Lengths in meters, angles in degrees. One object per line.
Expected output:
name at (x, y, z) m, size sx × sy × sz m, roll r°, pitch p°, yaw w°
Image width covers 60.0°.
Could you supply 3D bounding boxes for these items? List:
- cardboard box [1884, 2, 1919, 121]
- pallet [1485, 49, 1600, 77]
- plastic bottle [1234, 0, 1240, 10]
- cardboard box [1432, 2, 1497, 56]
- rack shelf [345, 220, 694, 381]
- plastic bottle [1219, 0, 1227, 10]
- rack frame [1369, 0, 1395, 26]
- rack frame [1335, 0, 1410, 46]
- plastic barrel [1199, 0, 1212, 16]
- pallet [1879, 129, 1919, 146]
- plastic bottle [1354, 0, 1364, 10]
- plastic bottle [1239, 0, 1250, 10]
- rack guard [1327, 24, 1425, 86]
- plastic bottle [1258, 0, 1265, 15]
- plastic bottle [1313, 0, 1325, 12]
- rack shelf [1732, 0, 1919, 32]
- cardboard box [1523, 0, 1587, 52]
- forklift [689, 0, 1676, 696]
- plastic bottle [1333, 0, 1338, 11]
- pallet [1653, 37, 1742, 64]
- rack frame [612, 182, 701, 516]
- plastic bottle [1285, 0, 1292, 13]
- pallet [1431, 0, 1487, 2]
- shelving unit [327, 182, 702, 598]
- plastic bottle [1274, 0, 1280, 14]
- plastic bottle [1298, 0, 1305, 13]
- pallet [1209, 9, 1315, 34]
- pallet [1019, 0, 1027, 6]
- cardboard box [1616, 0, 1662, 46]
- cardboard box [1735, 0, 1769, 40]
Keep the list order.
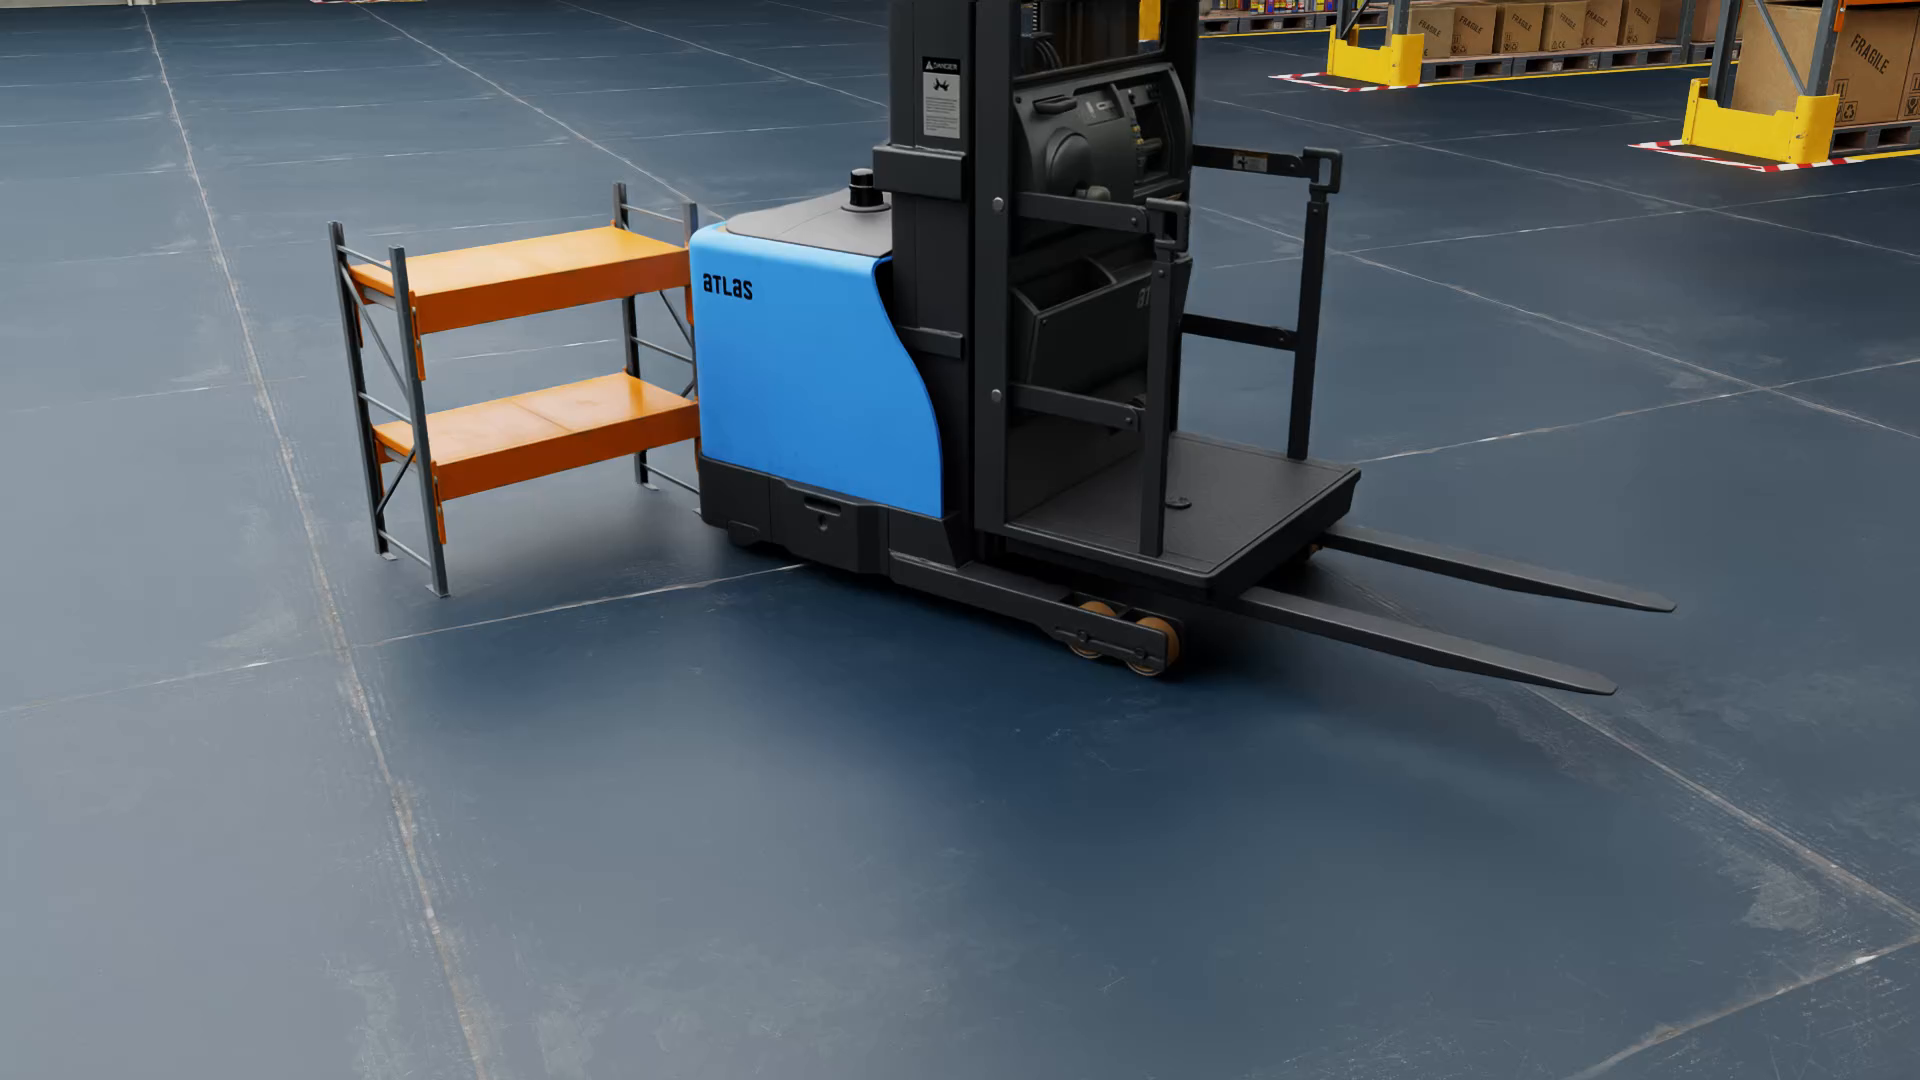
cardboard box at (7.679, -3.966, 13.637) m, size 0.875 × 0.875 × 0.875 m, roll -11°, pitch 25°, yaw -24°
pallet at (6.158, -5.245, 18.145) m, size 1.213 × 0.211 × 1.003 m, roll -10°, pitch 25°, yaw -24°
plastic bottle at (3.800, -7.337, 22.540) m, size 0.135 × 0.276 × 0.152 m, roll -10°, pitch 25°, yaw -23°
cardboard box at (5.338, -5.445, 17.702) m, size 0.500 × 0.500 × 0.500 m, roll -4°, pitch 23°, yaw -10°
rack shelf at (-1.429, -0.809, 5.468) m, size 1.000 × 0.278 × 0.538 m, roll -19°, pitch 29°, yaw -38°
plastic bottle at (3.561, -7.271, 22.476) m, size 0.097 × 0.201 × 0.097 m, roll 0°, pitch 22°, yaw 0°
rack frame at (5.700, -8.568, 22.527) m, size 0.127 × 3.000 × 1.000 m, roll -10°, pitch 25°, yaw -24°
rack frame at (4.244, -6.198, 16.800) m, size 0.127 × 3.000 × 1.000 m, roll -10°, pitch 25°, yaw -24°
plastic barrel at (3.108, -7.168, 21.848) m, size 0.421 × 0.512 × 0.421 m, roll 0°, pitch 22°, yaw 0°
pallet at (8.089, -3.543, 14.034) m, size 1.213 × 0.211 × 1.003 m, roll -10°, pitch 25°, yaw -24°
plastic bottle at (5.410, -7.323, 22.495) m, size 0.133 × 0.283 × 0.061 m, roll -9°, pitch 24°, yaw -21°
plastic bottle at (3.847, -7.304, 22.450) m, size 0.133 × 0.283 × 0.061 m, roll -10°, pitch 25°, yaw -24°
rack guard at (4.313, -5.055, 17.309) m, size 0.348 × 0.500 × 1.175 m, roll -10°, pitch 25°, yaw -24°
plastic bottle at (3.958, -7.025, 21.883) m, size 0.097 × 0.201 × 0.097 m, roll 0°, pitch 22°, yaw 0°
plastic bottle at (4.781, -7.256, 22.245) m, size 0.185 × 0.351 × 0.144 m, roll -11°, pitch 25°, yaw -24°
rack shelf at (8.107, -4.471, 13.569) m, size 4.000 × 0.370 × 1.077 m, roll -10°, pitch 25°, yaw -24°
cardboard box at (6.433, -5.620, 18.124) m, size 0.500 × 0.500 × 0.500 m, roll -13°, pitch 26°, yaw -28°
forklift at (0.606, -1.192, 4.799) m, size 3.031 × 2.935 × 1.130 m, roll 15°, pitch 27°, yaw 32°
plastic bottle at (5.072, -7.309, 22.374) m, size 0.185 × 0.351 × 0.144 m, roll -12°, pitch 25°, yaw -26°
pallet at (8.549, -5.702, 19.250) m, size 1.213 × 0.211 × 1.003 m, roll -10°, pitch 25°, yaw -24°
rack frame at (-1.047, -0.667, 5.890) m, size 0.032 × 1.125 × 0.500 m, roll -19°, pitch 29°, yaw -38°
plastic bottle at (4.353, -7.098, 22.059) m, size 0.097 × 0.201 × 0.097 m, roll 0°, pitch 22°, yaw 0°
pallet at (7.492, -7.627, 23.900) m, size 1.213 × 0.211 × 1.003 m, roll -10°, pitch 25°, yaw -24°
shelving unit at (-1.429, -0.539, 5.580) m, size 1.048 × 1.125 × 0.538 m, roll -19°, pitch 29°, yaw -38°
plastic bottle at (4.174, -7.097, 21.966) m, size 0.097 × 0.271 × 0.097 m, roll 0°, pitch 22°, yaw 0°
plastic bottle at (4.539, -7.132, 22.142) m, size 0.097 × 0.201 × 0.097 m, roll 0°, pitch 22°, yaw 0°
pallet at (3.976, -6.979, 22.333) m, size 1.213 × 0.211 × 1.003 m, roll -10°, pitch 25°, yaw -24°
pallet at (0.622, -8.465, 25.924) m, size 1.213 × 0.211 × 1.003 m, roll -10°, pitch 25°, yaw -24°
cardboard box at (7.471, -5.848, 18.674) m, size 0.500 × 0.500 × 0.500 m, roll -11°, pitch 25°, yaw -25°
cardboard box at (8.849, -6.076, 19.201) m, size 0.500 × 0.500 × 0.700 m, roll -11°, pitch 25°, yaw -24°
